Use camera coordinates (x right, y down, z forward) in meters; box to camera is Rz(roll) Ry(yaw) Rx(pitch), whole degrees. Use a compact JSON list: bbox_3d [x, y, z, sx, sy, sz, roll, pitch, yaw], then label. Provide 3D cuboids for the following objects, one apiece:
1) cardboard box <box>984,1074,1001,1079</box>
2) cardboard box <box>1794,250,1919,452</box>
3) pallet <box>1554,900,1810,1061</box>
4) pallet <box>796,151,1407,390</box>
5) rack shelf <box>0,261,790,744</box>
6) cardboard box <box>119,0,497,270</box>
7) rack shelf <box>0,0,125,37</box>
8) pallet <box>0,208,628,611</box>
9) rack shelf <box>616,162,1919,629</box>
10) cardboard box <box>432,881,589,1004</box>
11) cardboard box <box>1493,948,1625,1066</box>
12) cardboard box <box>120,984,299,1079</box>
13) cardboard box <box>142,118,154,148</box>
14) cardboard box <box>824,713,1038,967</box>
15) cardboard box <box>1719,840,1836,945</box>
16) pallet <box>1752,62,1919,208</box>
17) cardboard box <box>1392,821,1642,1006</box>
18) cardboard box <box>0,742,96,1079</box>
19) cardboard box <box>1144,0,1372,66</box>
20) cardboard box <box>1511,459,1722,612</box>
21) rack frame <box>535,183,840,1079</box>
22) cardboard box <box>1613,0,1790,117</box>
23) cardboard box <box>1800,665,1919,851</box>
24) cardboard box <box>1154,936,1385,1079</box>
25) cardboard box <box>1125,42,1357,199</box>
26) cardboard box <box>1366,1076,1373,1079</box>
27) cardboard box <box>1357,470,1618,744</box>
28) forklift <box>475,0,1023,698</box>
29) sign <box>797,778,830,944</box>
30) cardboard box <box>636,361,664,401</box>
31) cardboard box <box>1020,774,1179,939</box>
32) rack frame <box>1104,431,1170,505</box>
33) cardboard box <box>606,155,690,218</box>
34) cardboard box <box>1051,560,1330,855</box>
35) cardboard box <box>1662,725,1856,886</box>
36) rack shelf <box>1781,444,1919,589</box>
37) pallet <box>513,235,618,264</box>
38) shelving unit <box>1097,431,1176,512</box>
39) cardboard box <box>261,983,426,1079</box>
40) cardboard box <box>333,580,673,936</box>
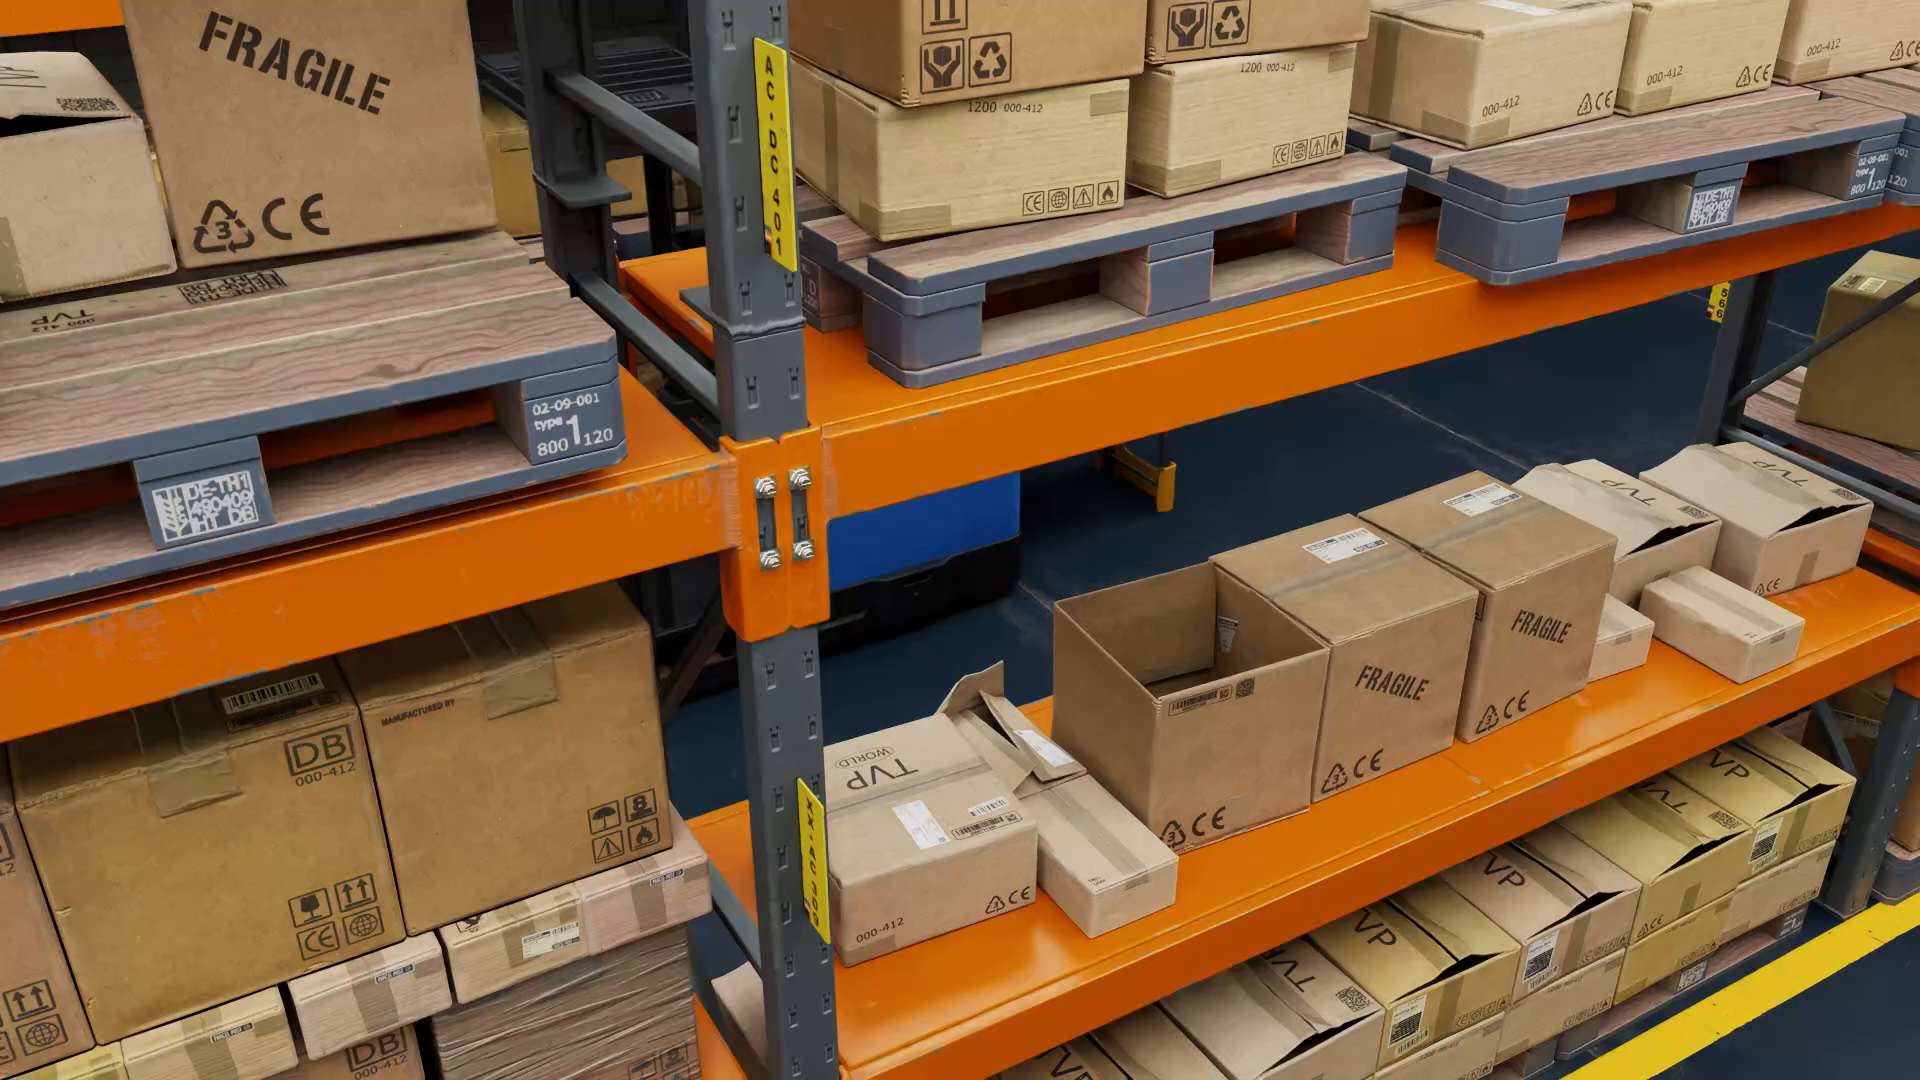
[{"bbox_3d":[-0.071,1.558,4.153,0.500,0.311,0.500,-16,33,-26],"label":"cardboard box"},{"bbox_3d":[3.381,-0.627,5.743,0.700,0.500,0.500,22,36,34],"label":"cardboard box"},{"bbox_3d":[2.166,1.208,5.843,1.213,0.211,1.003,-16,33,-26],"label":"pallet"},{"bbox_3d":[0.201,-0.670,3.453,1.217,0.209,0.805,-17,33,-28],"label":"pallet"},{"bbox_3d":[-2.278,0.272,2.292,4.000,0.370,1.077,-16,33,-26],"label":"rack shelf"},{"bbox_3d":[-1.121,-0.808,2.822,0.500,0.500,0.500,-13,31,-22],"label":"cardboard box"},{"bbox_3d":[-4.790,-1.791,6.030,4.000,0.370,1.077,-16,33,-26],"label":"rack shelf"},{"bbox_3d":[-1.276,-0.274,2.629,1.213,0.211,1.003,-16,33,-26],"label":"pallet"},{"bbox_3d":[1.171,-0.707,4.067,4.000,0.370,1.077,-16,33,-26],"label":"rack shelf"},{"bbox_3d":[-0.893,0.669,3.159,0.250,0.149,0.380,-17,33,-27],"label":"cardboard box"},{"bbox_3d":[1.688,1.302,5.198,0.500,0.250,0.500,-15,32,-25],"label":"cardboard box"},{"bbox_3d":[-1.344,0.799,2.924,0.250,0.149,0.380,-16,33,-26],"label":"cardboard box"},{"bbox_3d":[-3.577,-1.525,7.268,0.500,0.500,0.500,-17,33,-27],"label":"cardboard box"},{"bbox_3d":[-0.151,0.708,4.018,0.500,0.250,0.500,-14,32,-23],"label":"cardboard box"},{"bbox_3d":[2.565,1.052,5.650,0.500,0.250,0.500,-15,32,-25],"label":"cardboard box"},{"bbox_3d":[2.356,-1.225,4.457,1.003,0.211,1.213,-14,32,-24],"label":"pallet"},{"bbox_3d":[1.687,1.059,5.057,0.500,0.311,0.500,-16,33,-27],"label":"cardboard box"},{"bbox_3d":[-1.800,0.527,2.745,0.500,0.500,0.700,-16,33,-26],"label":"cardboard box"},{"bbox_3d":[0.478,-1.262,3.273,0.500,0.500,0.500,-13,31,-22],"label":"cardboard box"},{"bbox_3d":[2.026,-0.021,5.276,0.500,0.311,0.500,-16,33,-27],"label":"cardboard box"},{"bbox_3d":[-0.553,0.781,3.730,0.127,3.000,1.000,-16,33,-26],"label":"rack frame"},{"bbox_3d":[1.591,-1.224,3.980,0.500,0.250,0.500,-17,33,-27],"label":"cardboard box"},{"bbox_3d":[3.433,0.711,5.989,0.500,0.500,0.500,-14,32,-24],"label":"cardboard box"},{"bbox_3d":[0.809,1.310,4.602,0.500,0.311,0.500,-17,33,-28],"label":"cardboard box"},{"bbox_3d":[0.455,-0.933,3.452,0.500,0.250,0.500,-19,34,-31],"label":"cardboard box"},{"bbox_3d":[0.807,1.553,4.743,0.500,0.250,0.500,-17,33,-28],"label":"cardboard box"},{"bbox_3d":[1.457,0.176,4.724,0.500,0.500,0.500,-18,34,-29],"label":"cardboard box"},{"bbox_3d":[-1.238,-0.882,6.814,3.031,2.935,1.130,-16,33,-27],"label":"forklift"},{"bbox_3d":[-0.271,0.598,3.084,0.005,0.325,0.100,-16,33,-26],"label":"sign"},{"bbox_3d":[-1.559,-0.823,8.768,0.500,0.500,0.700,-15,32,-26],"label":"cardboard box"},{"bbox_3d":[0.314,0.759,4.030,0.250,0.149,0.380,-16,33,-26],"label":"cardboard box"},{"bbox_3d":[0.915,-0.927,8.377,0.032,1.500,0.500,-16,33,-27],"label":"rack frame"},{"bbox_3d":[-1.573,-1.937,8.096,0.500,0.500,0.700,-11,31,-20],"label":"cardboard box"},{"bbox_3d":[0.571,0.427,4.268,0.500,0.500,0.500,-13,32,-23],"label":"cardboard box"},{"bbox_3d":[2.569,0.807,5.514,0.500,0.311,0.500,-15,32,-25],"label":"cardboard box"},{"bbox_3d":[4.620,-0.373,6.566,4.000,0.370,1.077,-16,33,-26],"label":"rack shelf"},{"bbox_3d":[-2.333,-1.324,7.744,1.213,0.211,1.003,-16,33,-26],"label":"pallet"},{"bbox_3d":[0.488,-0.802,8.150,1.083,1.500,0.587,-16,33,-27],"label":"shelving unit"},{"bbox_3d":[-1.384,0.980,3.266,0.500,0.500,0.700,-16,33,-27],"label":"cardboard box"},{"bbox_3d":[-0.933,0.280,3.191,0.500,0.500,0.700,-16,33,-26],"label":"cardboard box"}]
